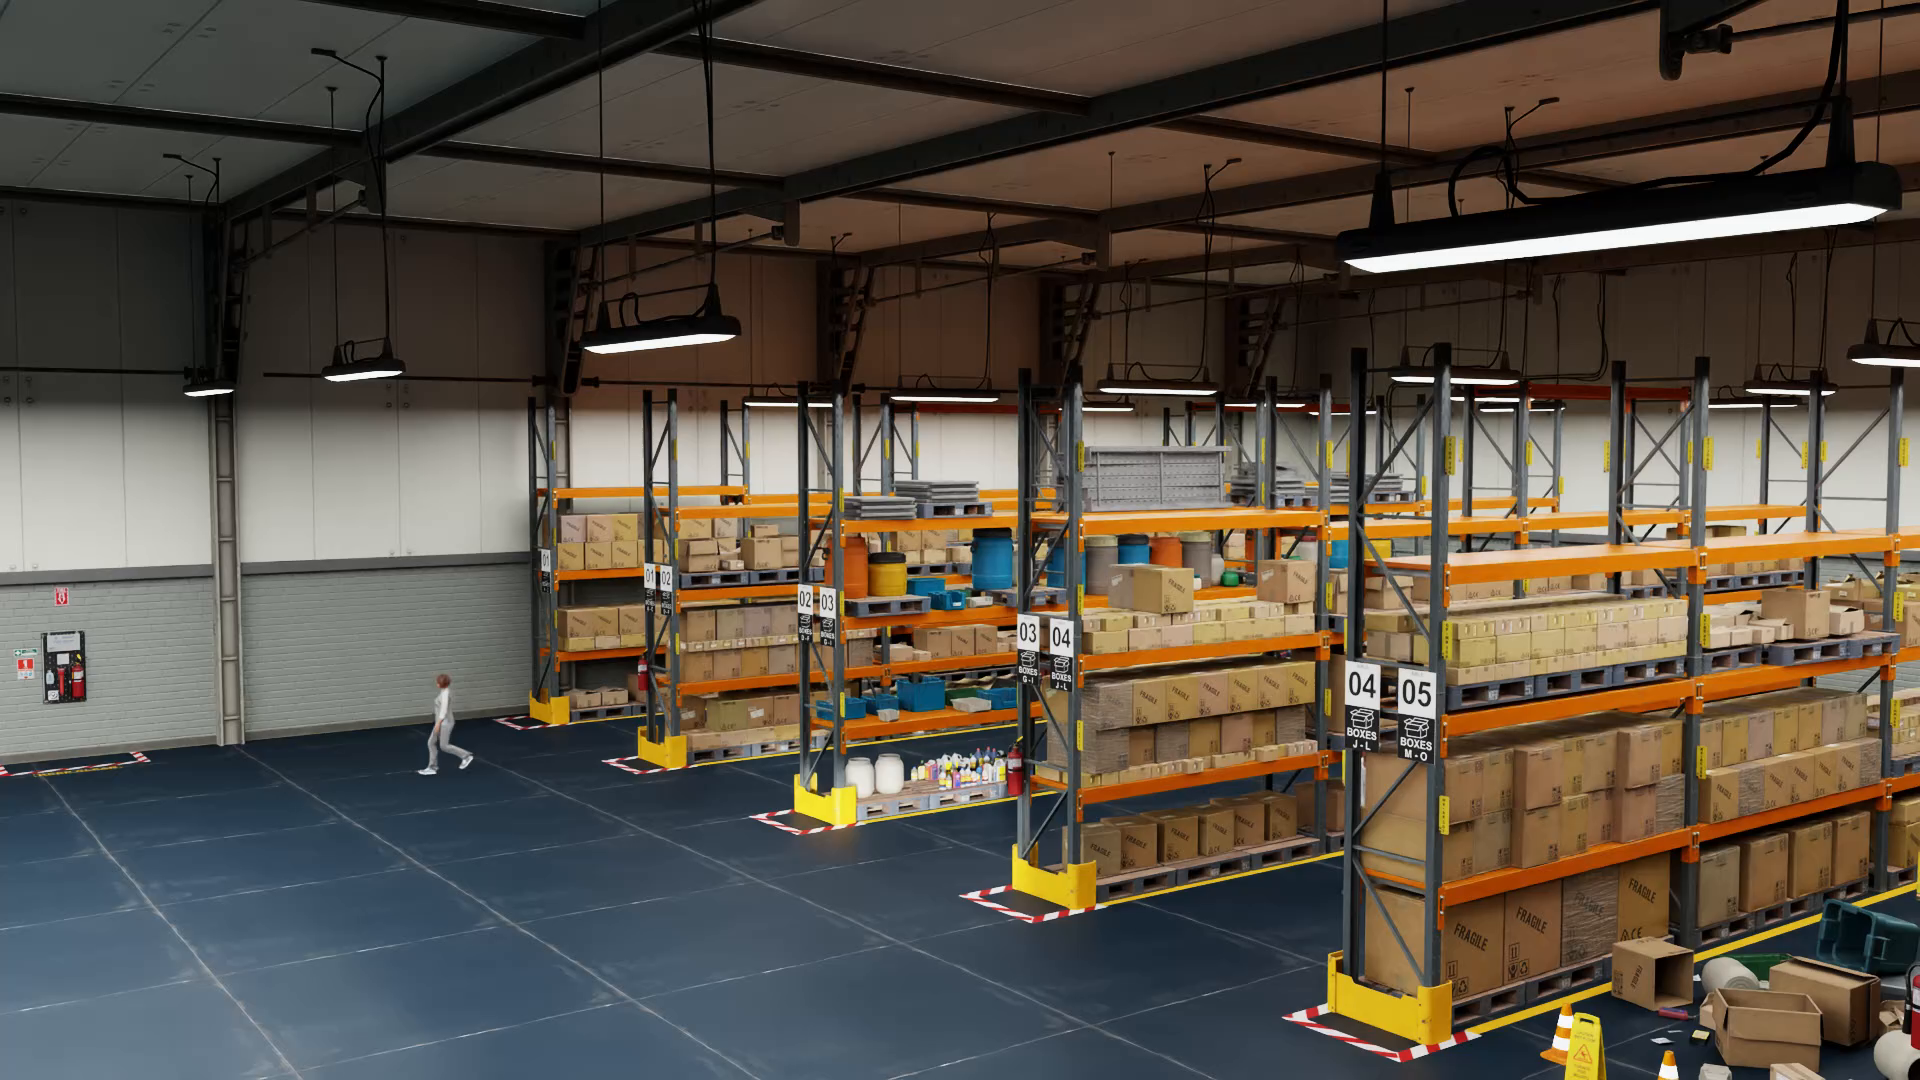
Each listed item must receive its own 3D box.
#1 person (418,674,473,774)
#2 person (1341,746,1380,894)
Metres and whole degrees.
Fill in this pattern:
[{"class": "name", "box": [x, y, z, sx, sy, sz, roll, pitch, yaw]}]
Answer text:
[{"class": "person", "box": [-8.005, 2.856, 25.825, 0.813, 1.540, 0.419, -2, 4, -24]}, {"class": "person", "box": [4.701, 3.147, 19.086, 0.614, 1.788, 0.712, 3, 5, 42]}]
